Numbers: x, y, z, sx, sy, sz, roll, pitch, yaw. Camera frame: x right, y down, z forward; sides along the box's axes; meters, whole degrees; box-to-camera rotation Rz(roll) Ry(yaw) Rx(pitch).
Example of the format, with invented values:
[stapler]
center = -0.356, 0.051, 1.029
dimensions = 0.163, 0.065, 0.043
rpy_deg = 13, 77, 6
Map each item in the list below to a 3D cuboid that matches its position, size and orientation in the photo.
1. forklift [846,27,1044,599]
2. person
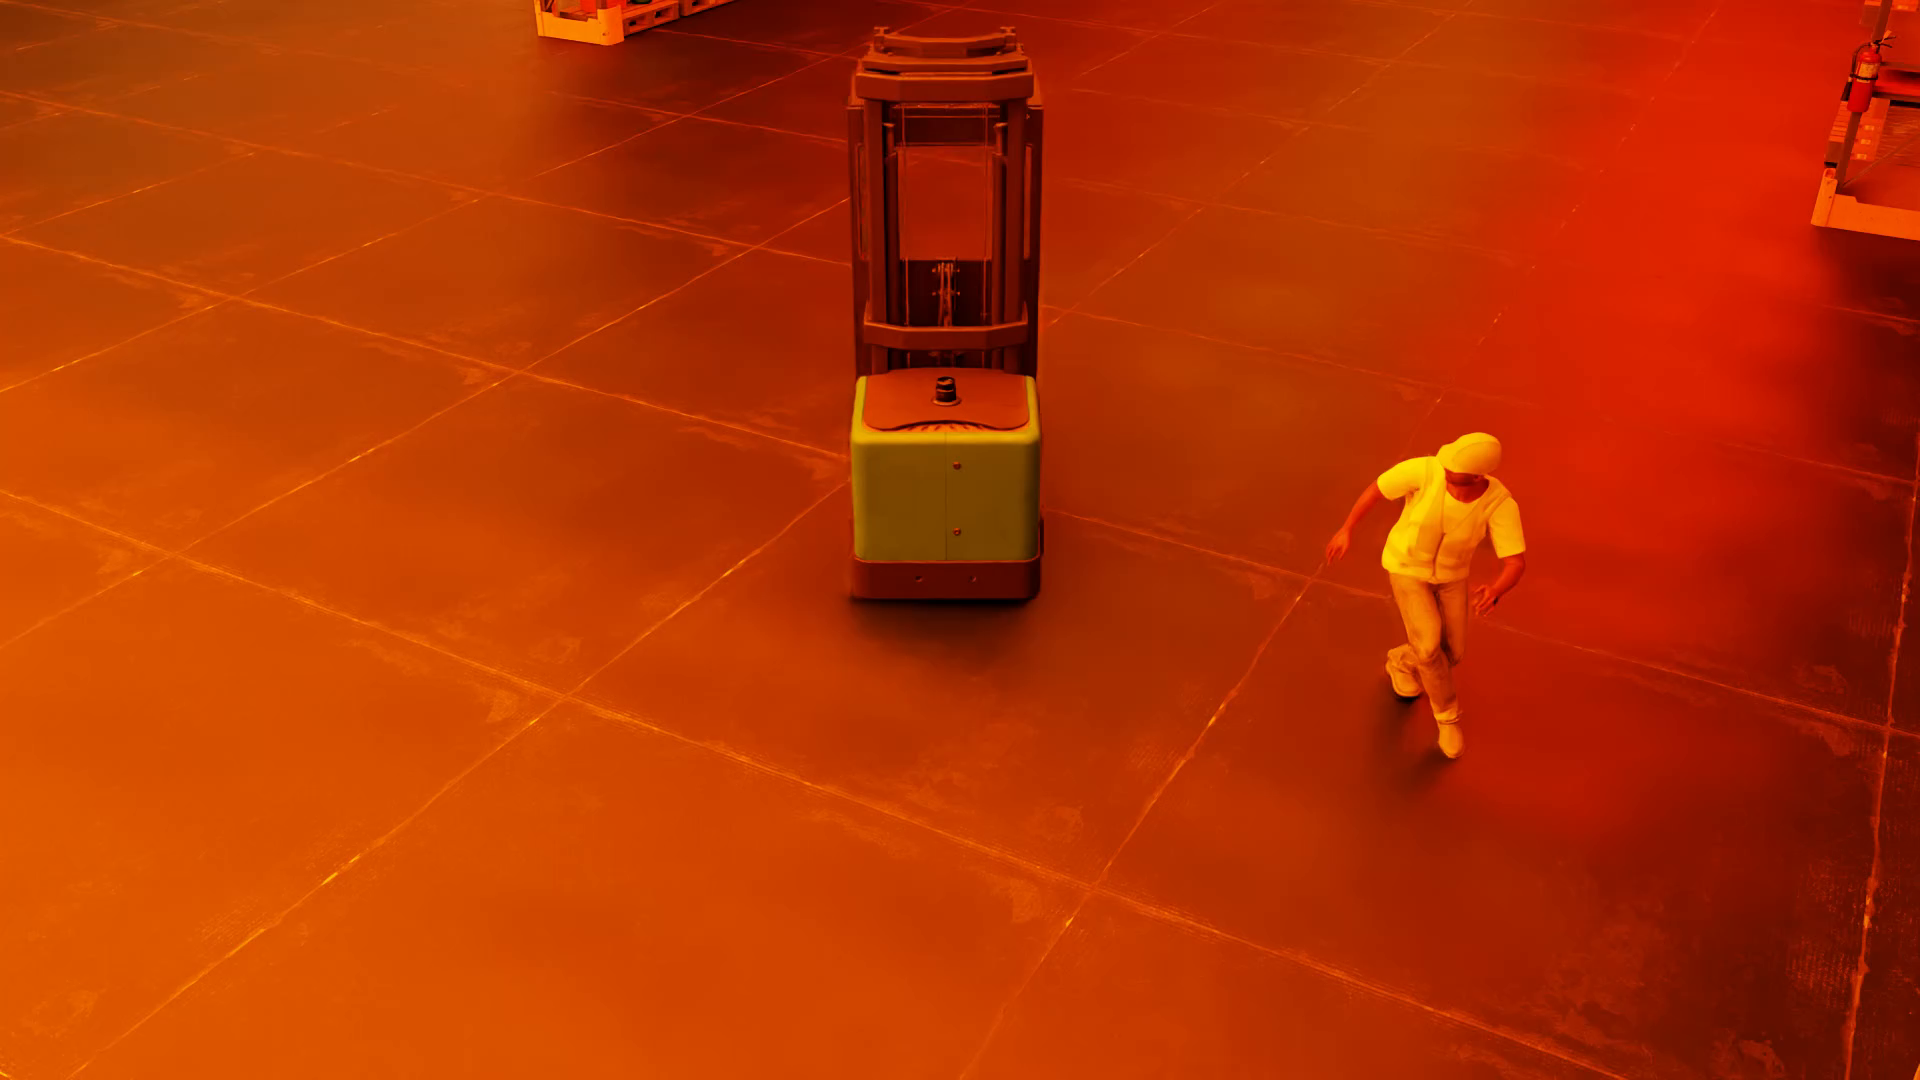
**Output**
[forklift]
center = -0.085, -1.635, 9.904
dimensions = 1.130, 2.935, 3.031
rpy_deg = 0, 30, 0
[person]
center = 2.250, 0.215, 8.030
dimensions = 0.850, 1.632, 0.831
rpy_deg = -1, 30, -1
